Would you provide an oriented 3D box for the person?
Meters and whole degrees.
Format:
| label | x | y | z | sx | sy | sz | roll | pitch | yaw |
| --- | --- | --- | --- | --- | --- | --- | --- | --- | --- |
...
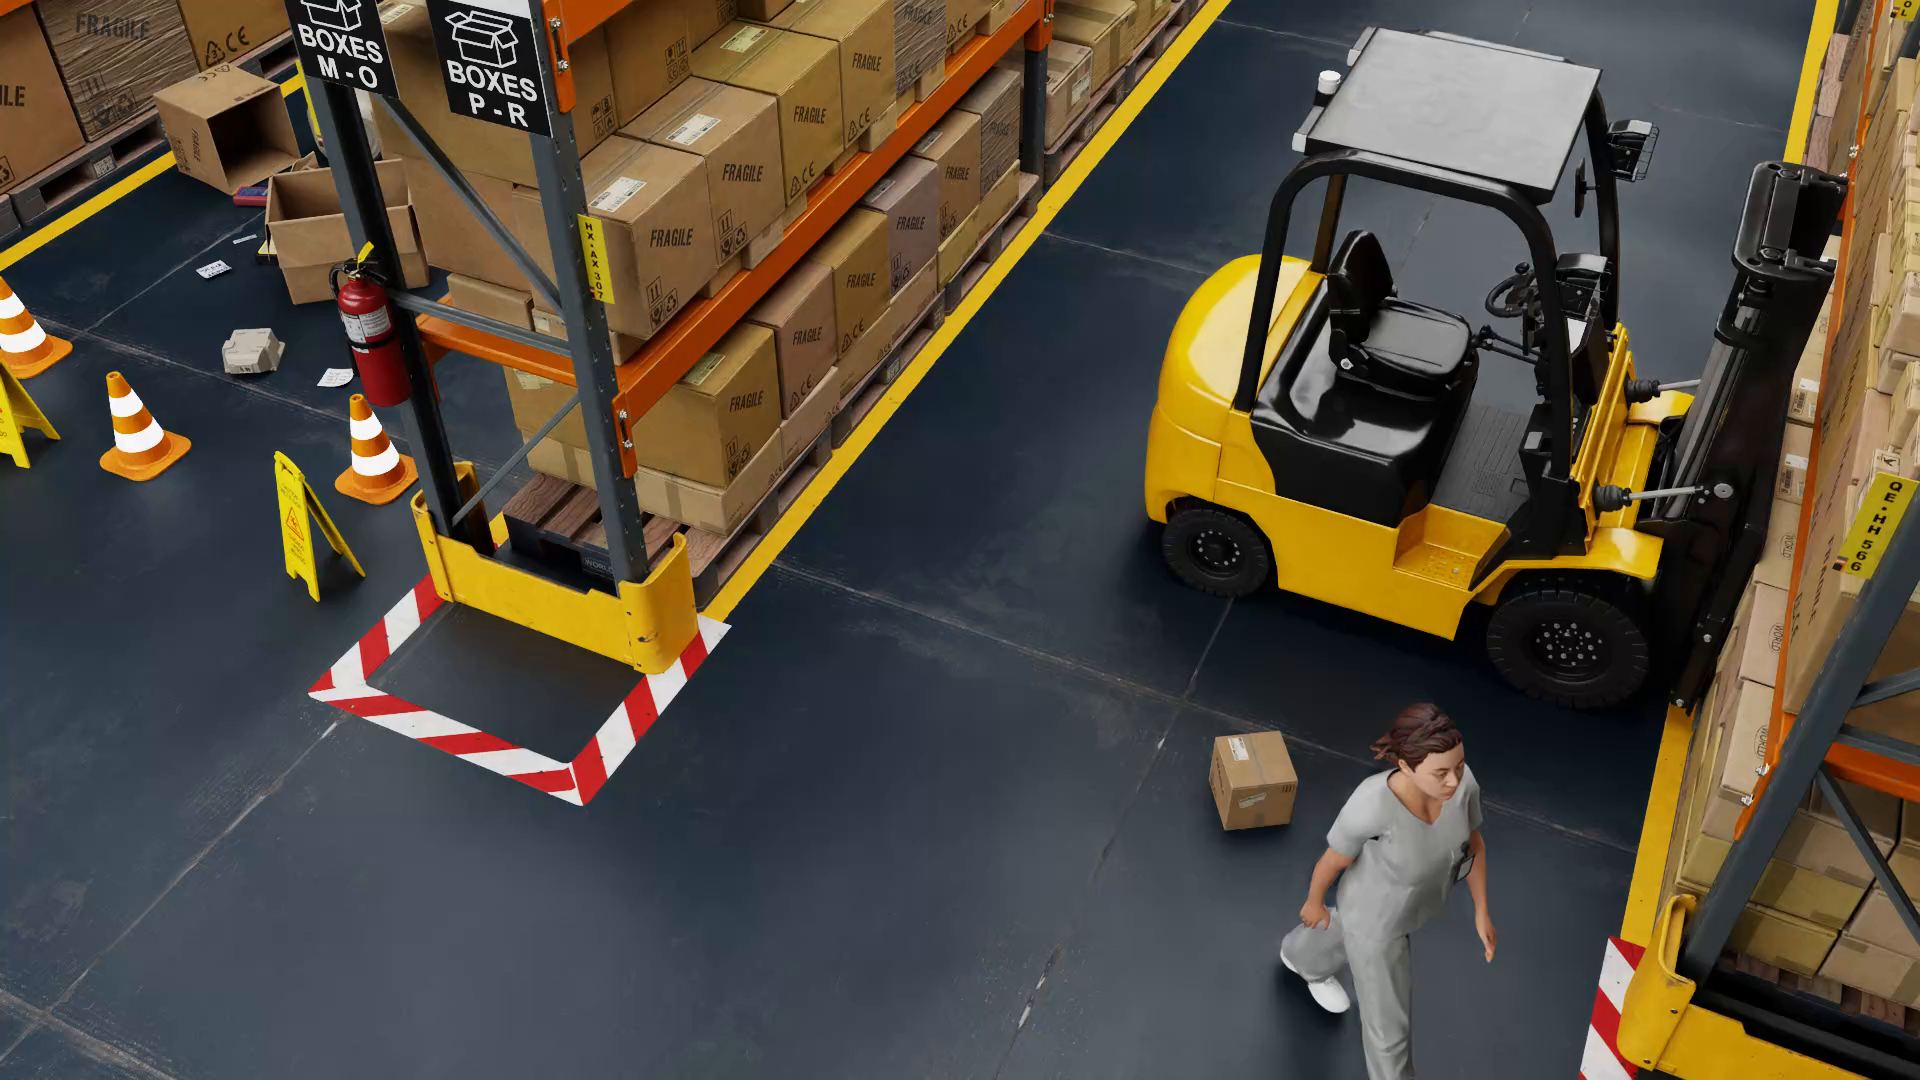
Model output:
| label | x | y | z | sx | sy | sz | roll | pitch | yaw |
| --- | --- | --- | --- | --- | --- | --- | --- | --- | --- |
| person | 1.301 | 1.068 | 4.921 | 0.453 | 1.558 | 0.846 | -22 | 46 | -22 |
